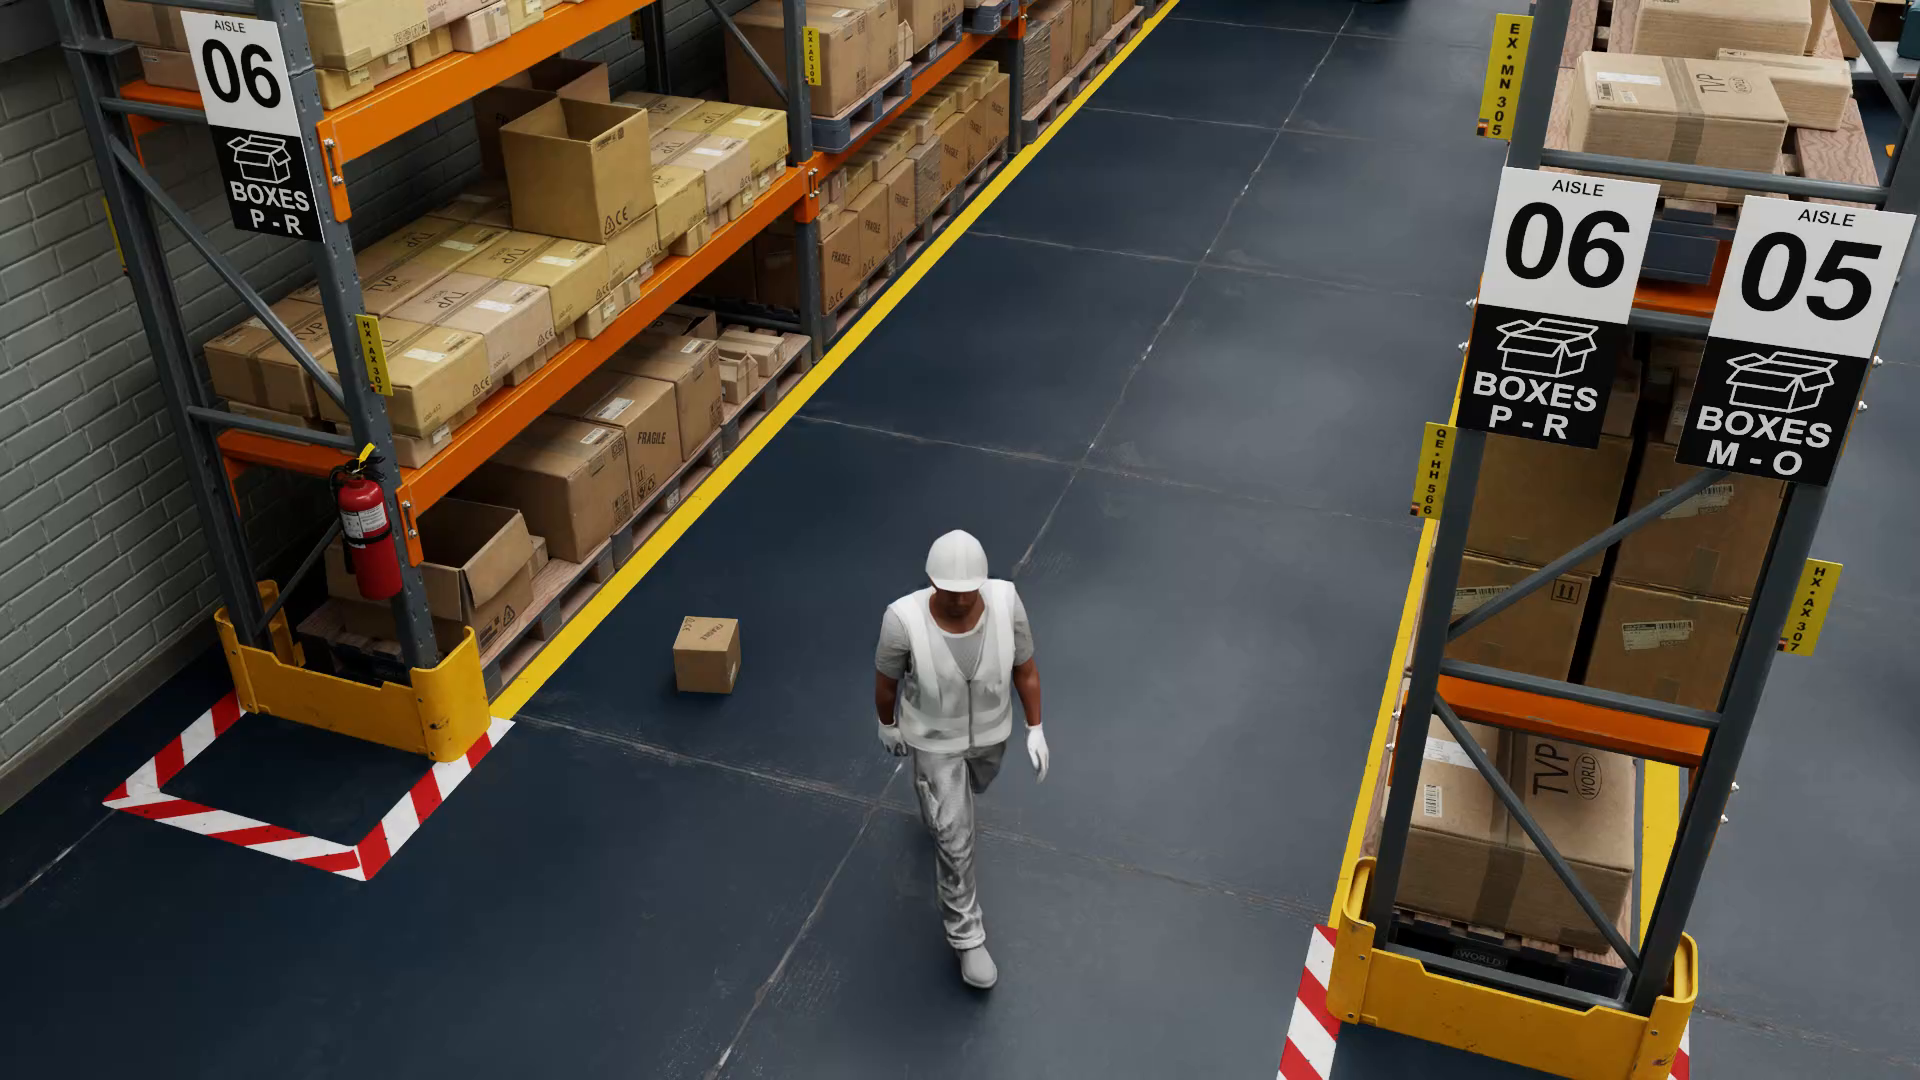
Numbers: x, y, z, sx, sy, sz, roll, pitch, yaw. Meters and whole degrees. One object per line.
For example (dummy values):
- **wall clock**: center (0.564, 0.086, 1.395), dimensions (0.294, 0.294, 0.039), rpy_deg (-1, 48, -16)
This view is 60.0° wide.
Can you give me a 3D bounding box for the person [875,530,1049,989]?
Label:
- **person**: center (-0.016, 0.669, 6.096), dimensions (0.560, 1.734, 1.095), rpy_deg (-13, 35, -19)
